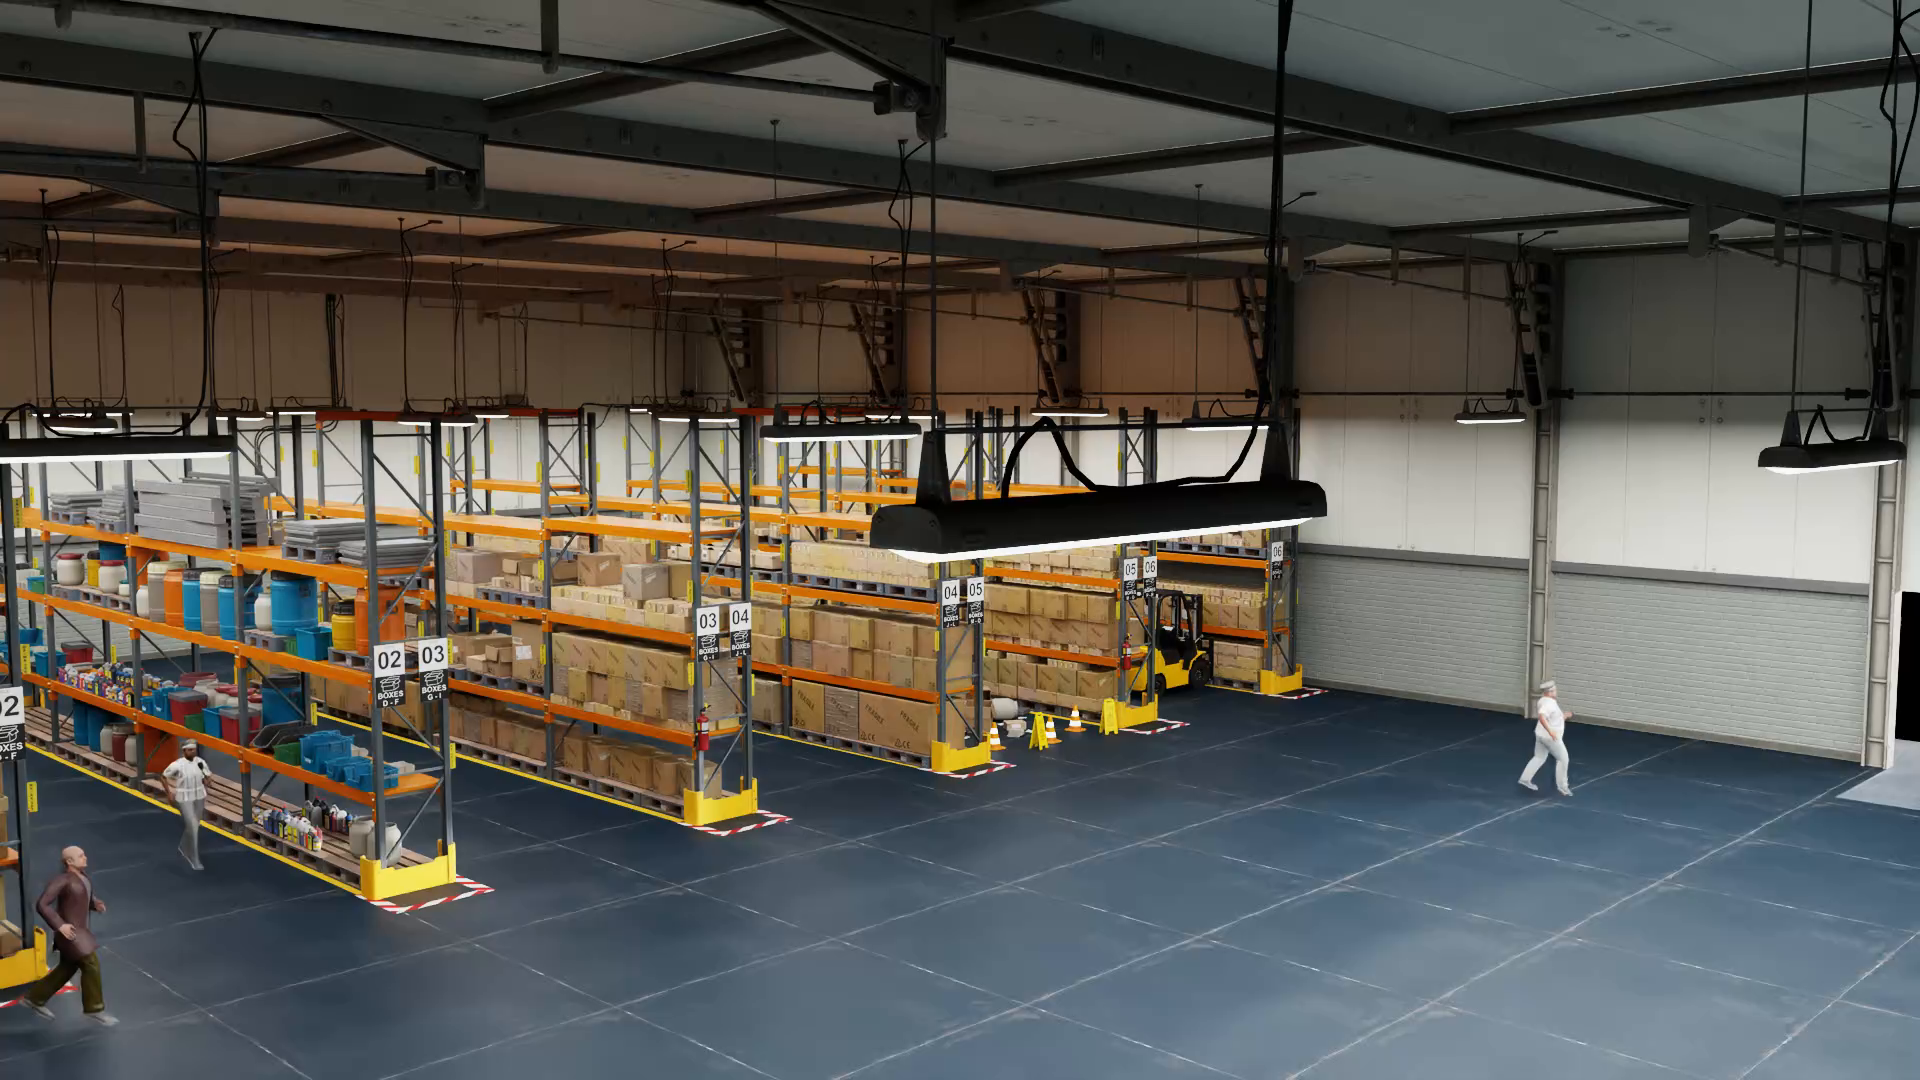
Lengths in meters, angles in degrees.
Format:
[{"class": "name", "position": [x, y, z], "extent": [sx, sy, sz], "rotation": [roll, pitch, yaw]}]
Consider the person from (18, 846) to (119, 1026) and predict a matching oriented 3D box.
[{"class": "person", "position": [-8.950, 3.965, 16.679], "extent": [0.937, 1.819, 0.720], "rotation": [-1, 5, -15]}]

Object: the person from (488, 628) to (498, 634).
[{"class": "person", "position": [-9.203, 2.562, 32.893], "extent": [0.960, 1.659, 0.570], "rotation": [4, 6, 38]}]

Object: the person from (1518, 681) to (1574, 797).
[{"class": "person", "position": [9.245, 3.129, 26.162], "extent": [0.837, 1.834, 0.640], "rotation": [-1, 5, -6]}]

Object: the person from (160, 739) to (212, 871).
[{"class": "person", "position": [-10.311, 3.516, 22.248], "extent": [0.777, 1.756, 0.537], "rotation": [3, 6, 33]}]
